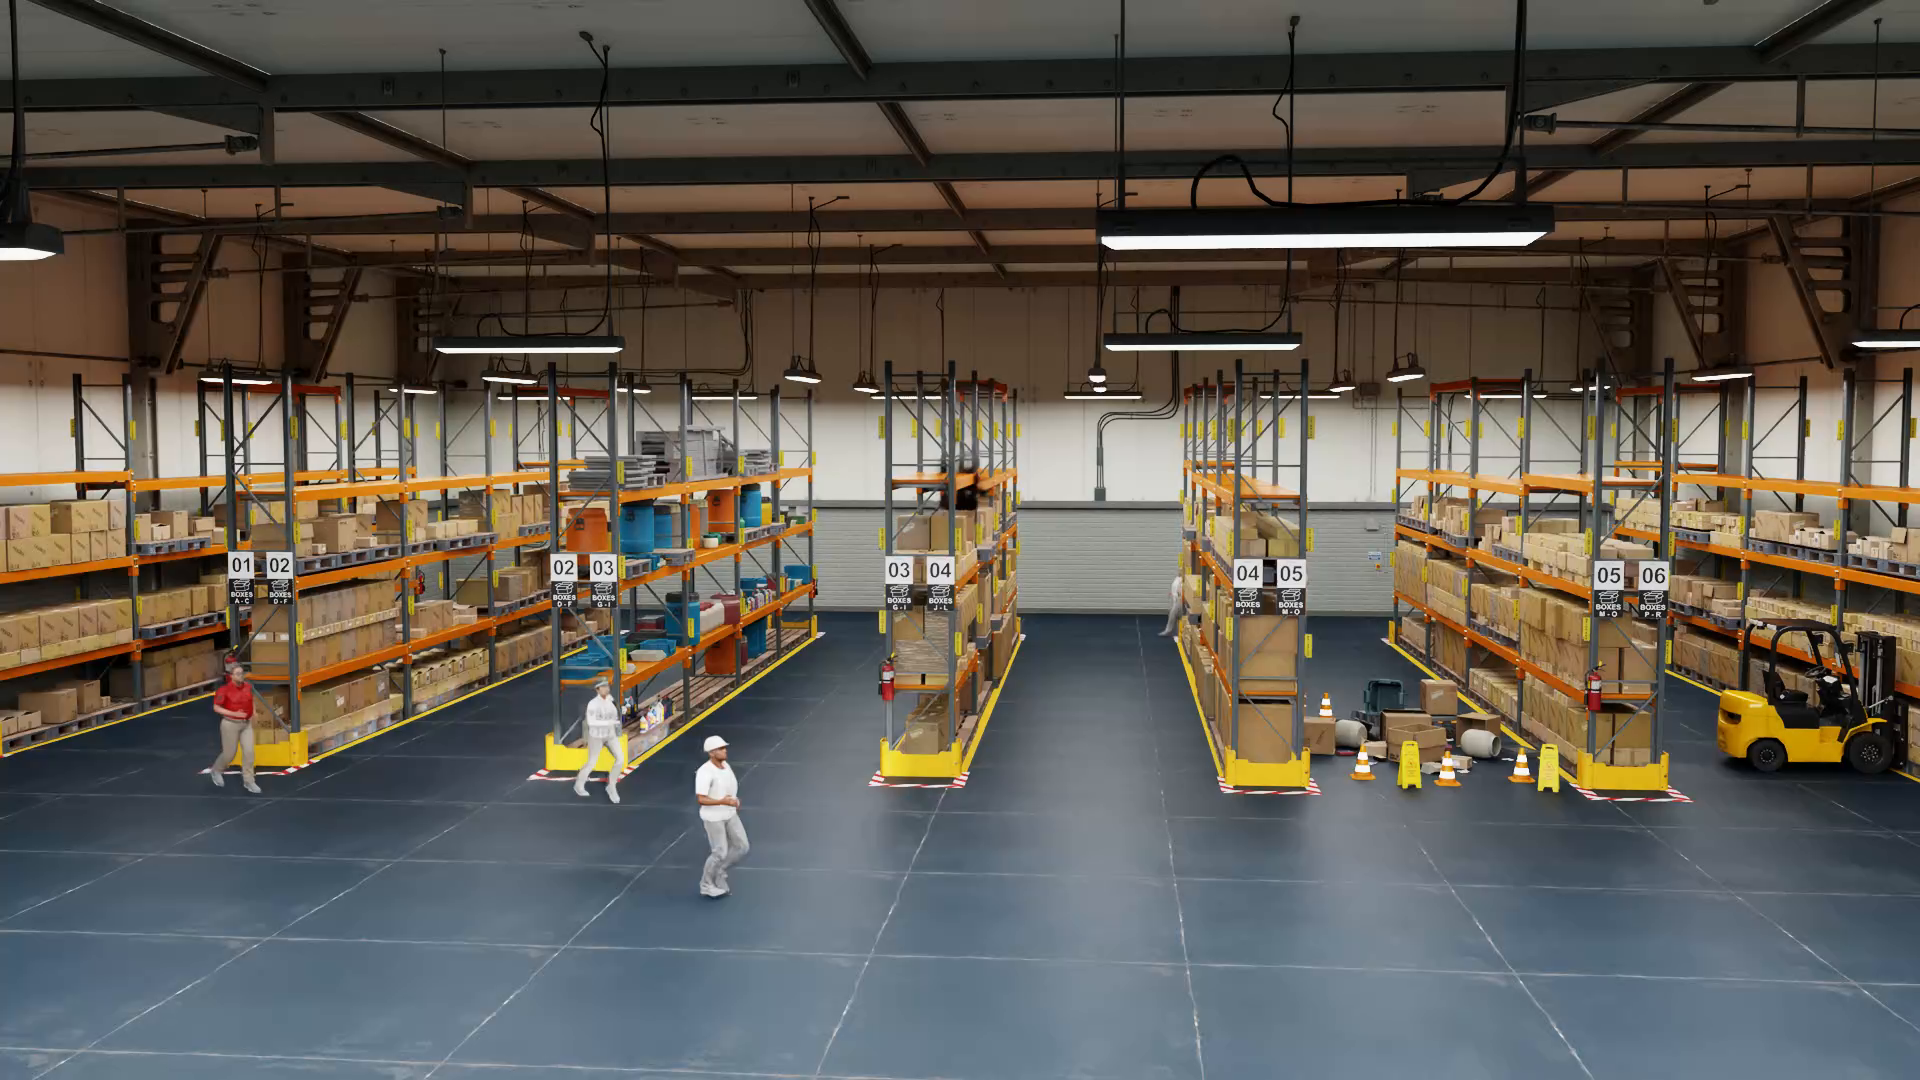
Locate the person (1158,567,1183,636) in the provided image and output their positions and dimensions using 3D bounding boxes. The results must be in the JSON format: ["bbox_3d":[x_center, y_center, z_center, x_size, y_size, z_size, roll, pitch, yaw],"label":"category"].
[{"bbox_3d":[5.341,1.465,40.460,0.956,1.744,0.731,-1,4,-21],"label":"person"}]

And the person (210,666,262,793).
[{"bbox_3d":[-10.086,2.623,23.169,0.869,1.757,0.686,2,4,32],"label":"person"}]

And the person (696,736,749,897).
[{"bbox_3d":[-2.520,2.959,17.762,0.619,1.743,0.681,2,4,27],"label":"person"}]

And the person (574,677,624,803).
[{"bbox_3d":[-4.831,2.682,22.460,0.860,1.722,0.625,3,5,39],"label":"person"}]
